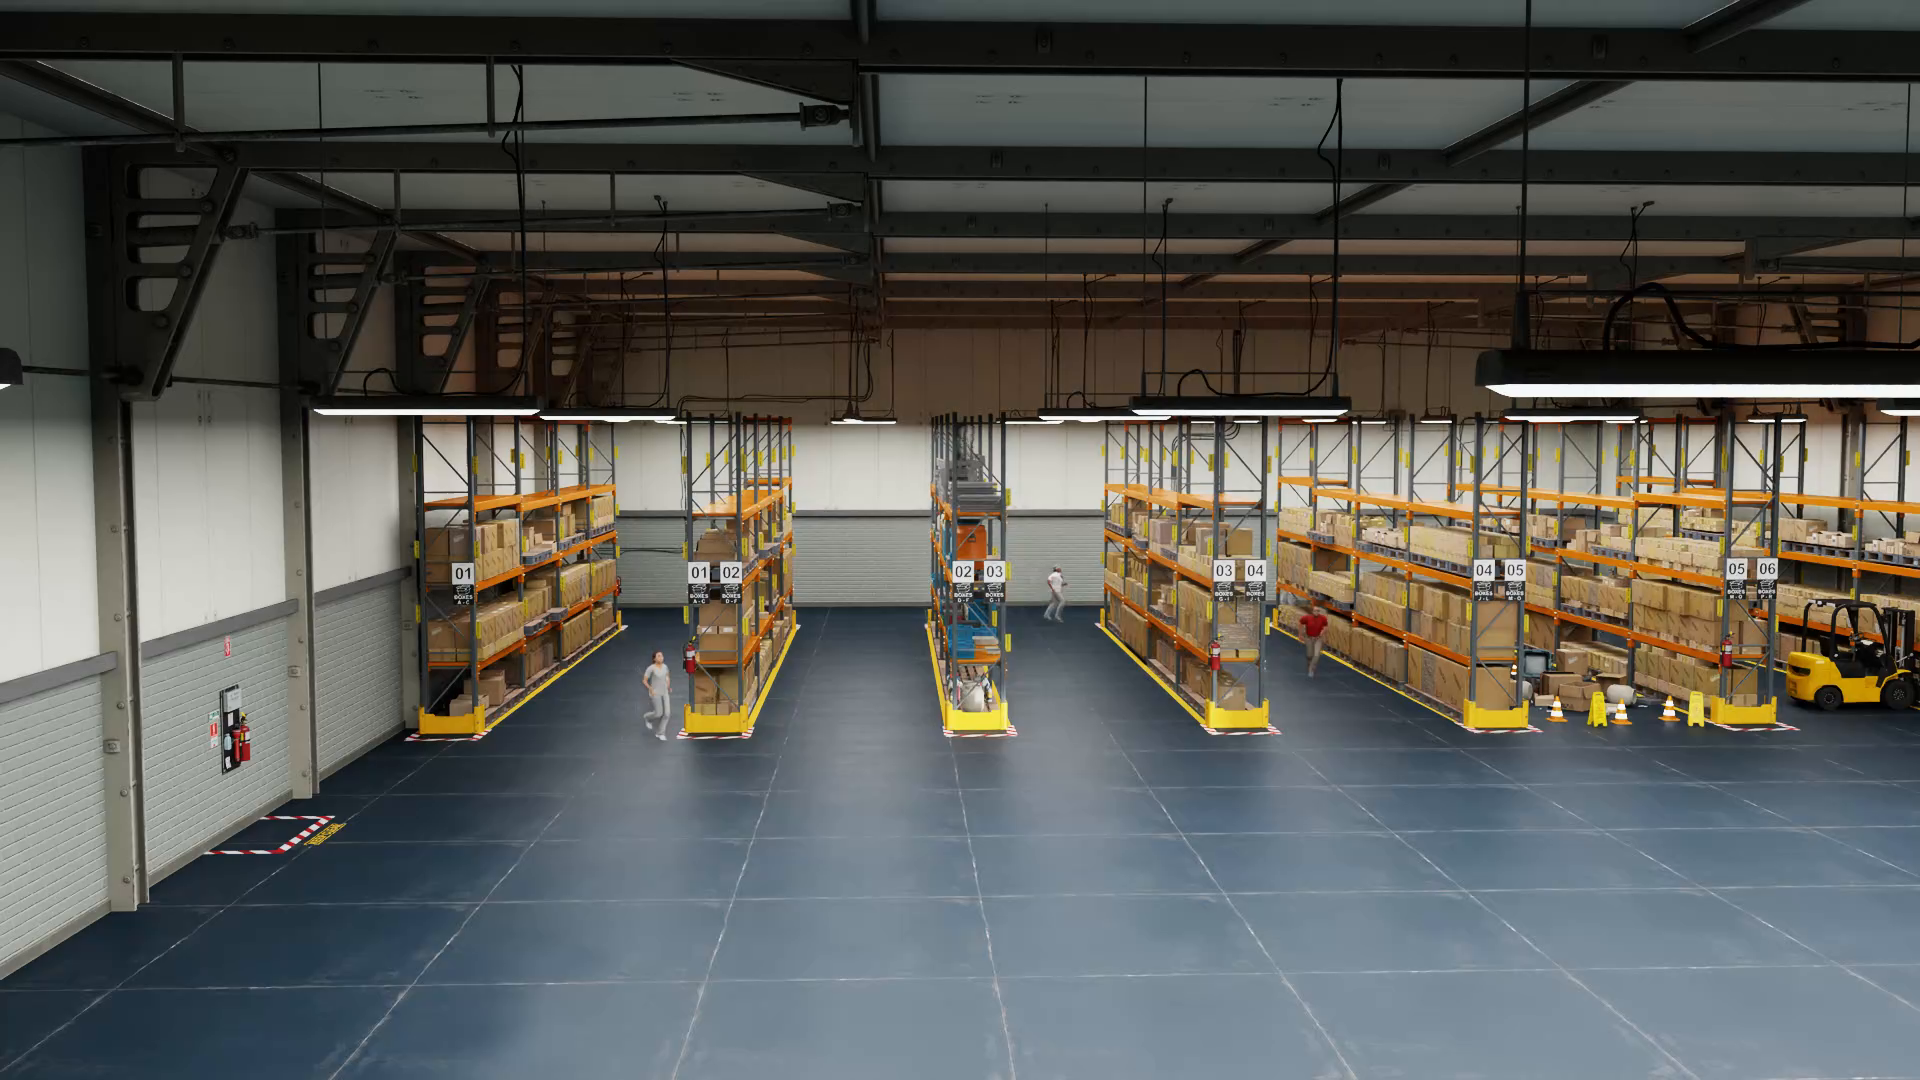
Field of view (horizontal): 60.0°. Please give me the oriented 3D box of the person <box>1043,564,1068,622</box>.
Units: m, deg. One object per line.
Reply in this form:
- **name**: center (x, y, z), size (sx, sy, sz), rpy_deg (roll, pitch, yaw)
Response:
- **person**: center (2.817, 1.557, 48.946), size (0.731, 1.747, 0.554), rpy_deg (1, 4, 12)

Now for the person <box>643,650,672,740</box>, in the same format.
- **person**: center (-5.571, 2.841, 30.619), size (0.565, 1.640, 0.629), rpy_deg (-3, 5, -40)

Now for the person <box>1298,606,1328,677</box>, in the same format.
- **person**: center (8.118, 2.317, 38.222), size (0.656, 1.661, 0.763), rpy_deg (0, 4, -2)

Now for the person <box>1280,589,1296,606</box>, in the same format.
- **person**: center (9.722, 1.554, 49.274), size (0.661, 1.619, 0.586), rpy_deg (-3, 5, -36)
